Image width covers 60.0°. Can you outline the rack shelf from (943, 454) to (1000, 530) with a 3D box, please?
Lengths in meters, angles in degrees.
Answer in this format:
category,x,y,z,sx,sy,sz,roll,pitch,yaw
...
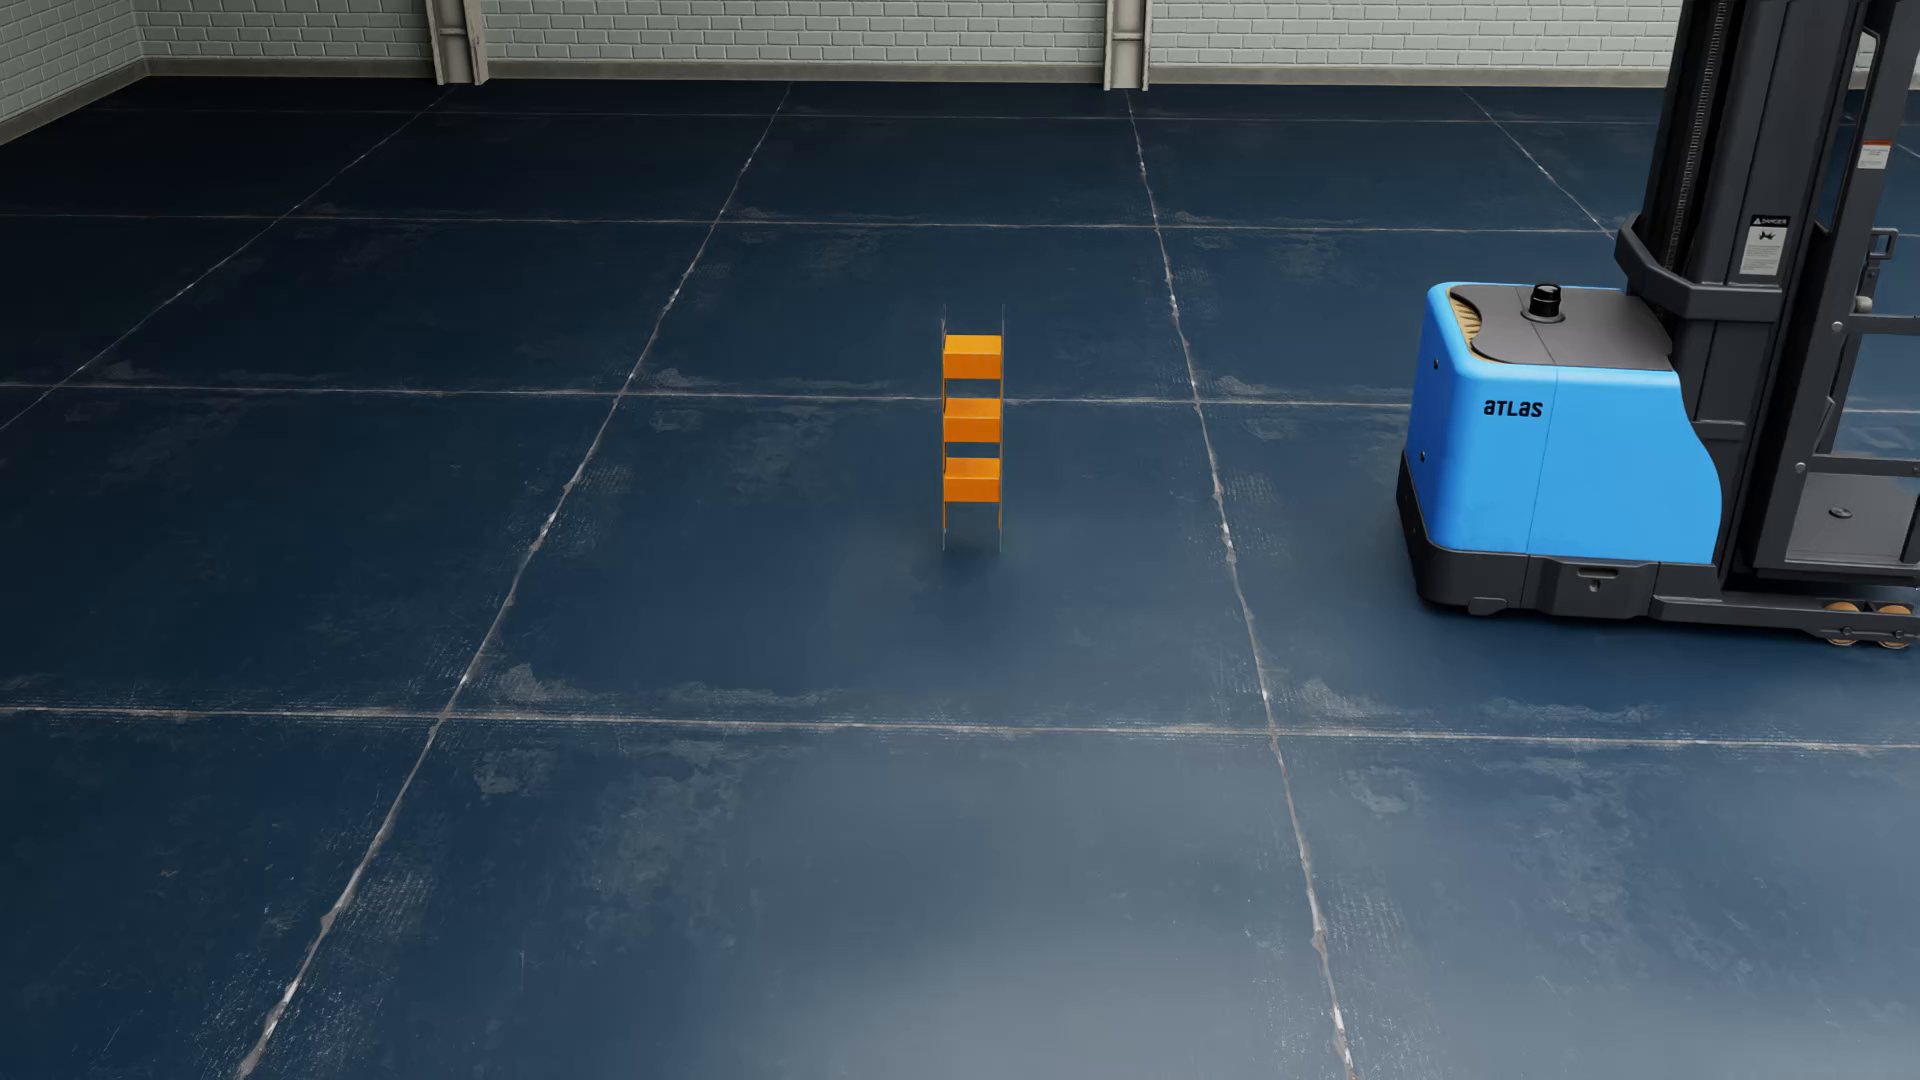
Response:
category,x,y,z,sx,sy,sz,roll,pitch,yaw
rack shelf,0.053,-0.208,7.138,0.240,0.259,0.215,1,28,2

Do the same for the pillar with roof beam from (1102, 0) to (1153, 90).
category,x,y,z,sx,sy,sz,roll,pitch,yaw
pillar with roof beam,1.329,-6.036,9.029,0.400,9.000,9.100,1,28,2

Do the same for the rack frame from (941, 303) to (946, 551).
category,x,y,z,sx,sy,sz,roll,pitch,yaw
rack frame,-0.068,-0.465,7.006,0.008,1.050,0.200,1,28,2

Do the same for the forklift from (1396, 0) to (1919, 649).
category,x,y,z,sx,sy,sz,roll,pitch,yaw
forklift,3.406,-1.138,6.267,3.031,2.935,1.130,3,28,6

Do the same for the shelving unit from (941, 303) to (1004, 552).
category,x,y,z,sx,sy,sz,roll,pitch,yaw
shelving unit,0.053,-0.463,7.002,0.252,1.050,0.215,1,28,2

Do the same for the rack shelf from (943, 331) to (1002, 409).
category,x,y,z,sx,sy,sz,roll,pitch,yaw
rack shelf,0.053,-0.704,6.874,0.240,0.259,0.215,1,28,2

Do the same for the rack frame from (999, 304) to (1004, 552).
category,x,y,z,sx,sy,sz,roll,pitch,yaw
rack frame,0.175,-0.461,6.999,0.008,1.050,0.200,1,28,2

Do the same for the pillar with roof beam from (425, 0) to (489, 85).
category,x,y,z,sx,sy,sz,roll,pitch,yaw
pillar with roof beam,-4.667,-6.135,9.216,0.400,9.000,9.100,1,28,2

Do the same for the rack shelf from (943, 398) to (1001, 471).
category,x,y,z,sx,sy,sz,roll,pitch,yaw
rack shelf,0.053,-0.454,7.007,0.240,0.259,0.215,1,28,2
